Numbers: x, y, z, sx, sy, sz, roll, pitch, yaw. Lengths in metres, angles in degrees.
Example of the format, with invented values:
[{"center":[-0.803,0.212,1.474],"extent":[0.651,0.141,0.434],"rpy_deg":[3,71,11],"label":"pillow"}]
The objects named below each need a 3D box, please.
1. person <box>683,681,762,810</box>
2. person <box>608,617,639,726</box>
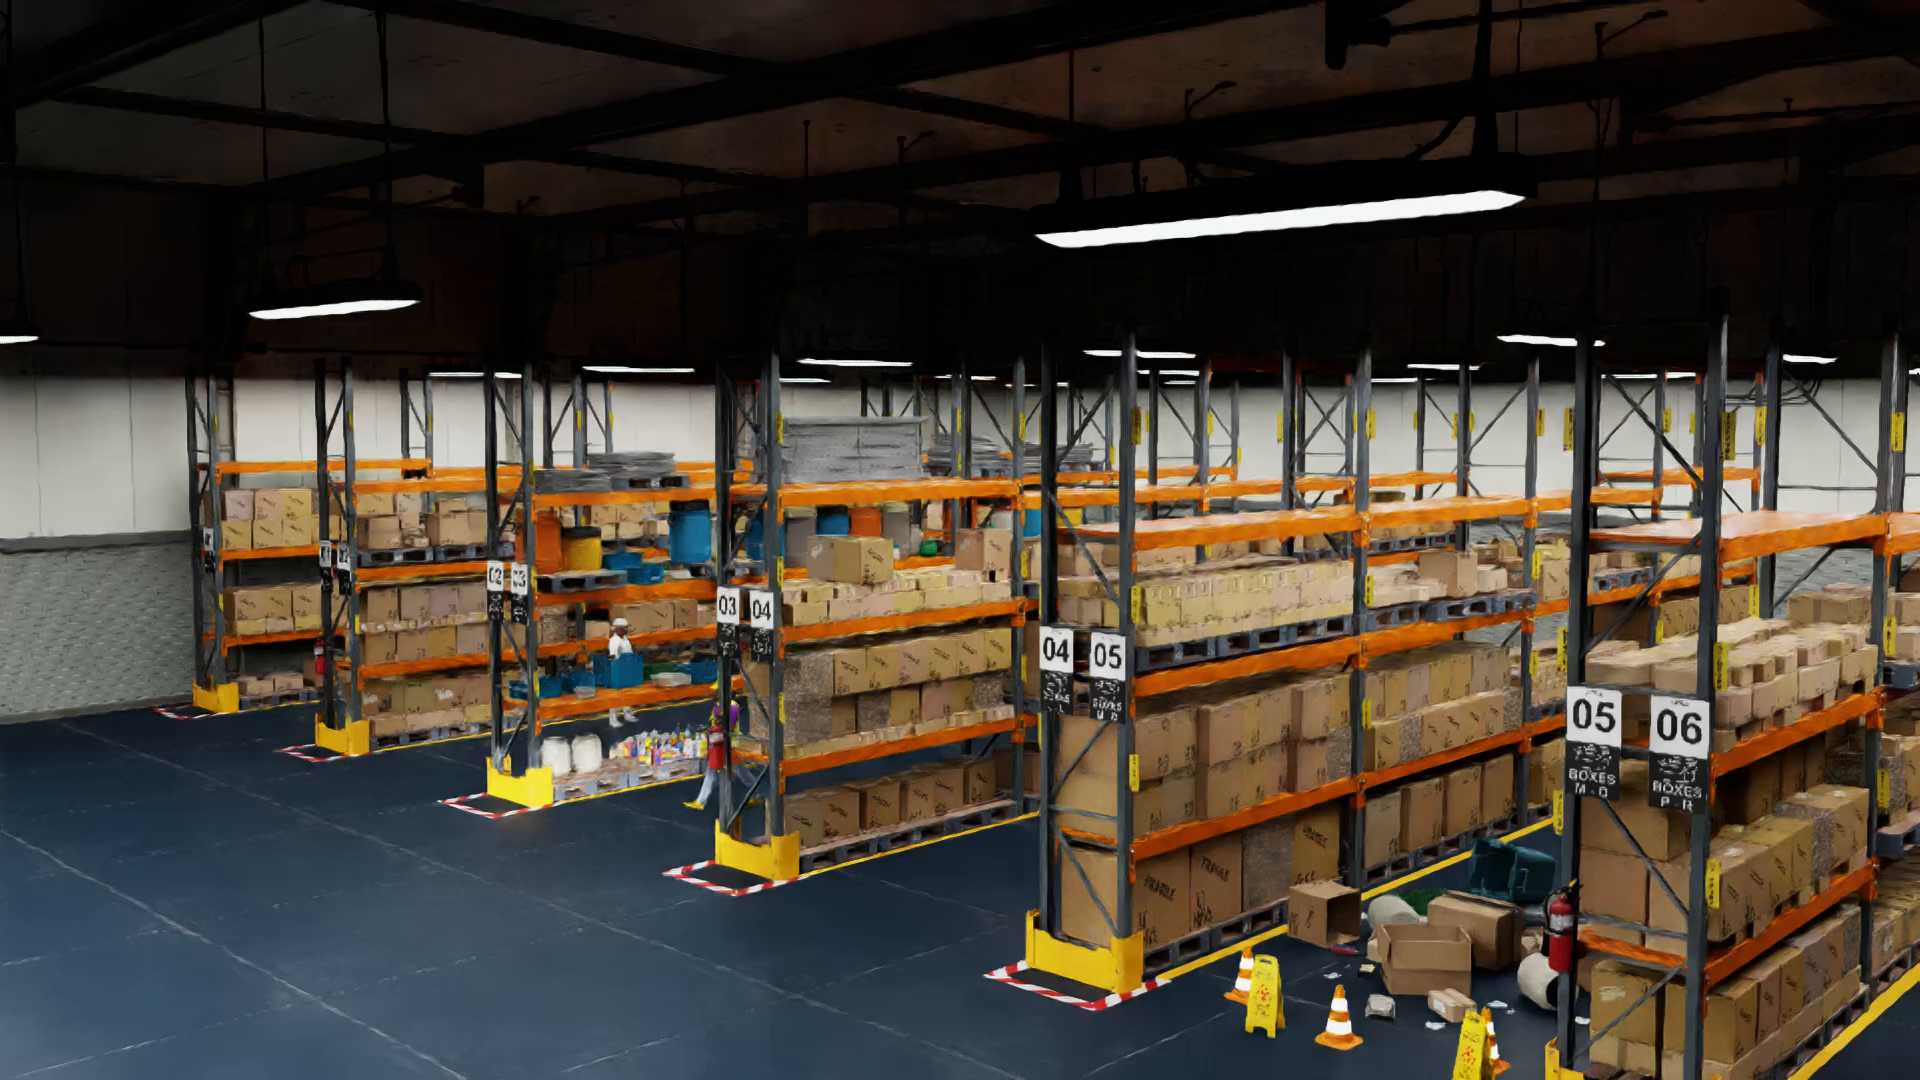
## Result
[{"center":[-3.057,2.650,21.584],"extent":[1.042,1.708,0.569],"rpy_deg":[-3,5,-37],"label":"person"},{"center":[-5.557,2.161,27.472],"extent":[0.447,1.771,0.625],"rpy_deg":[1,4,13],"label":"person"}]
